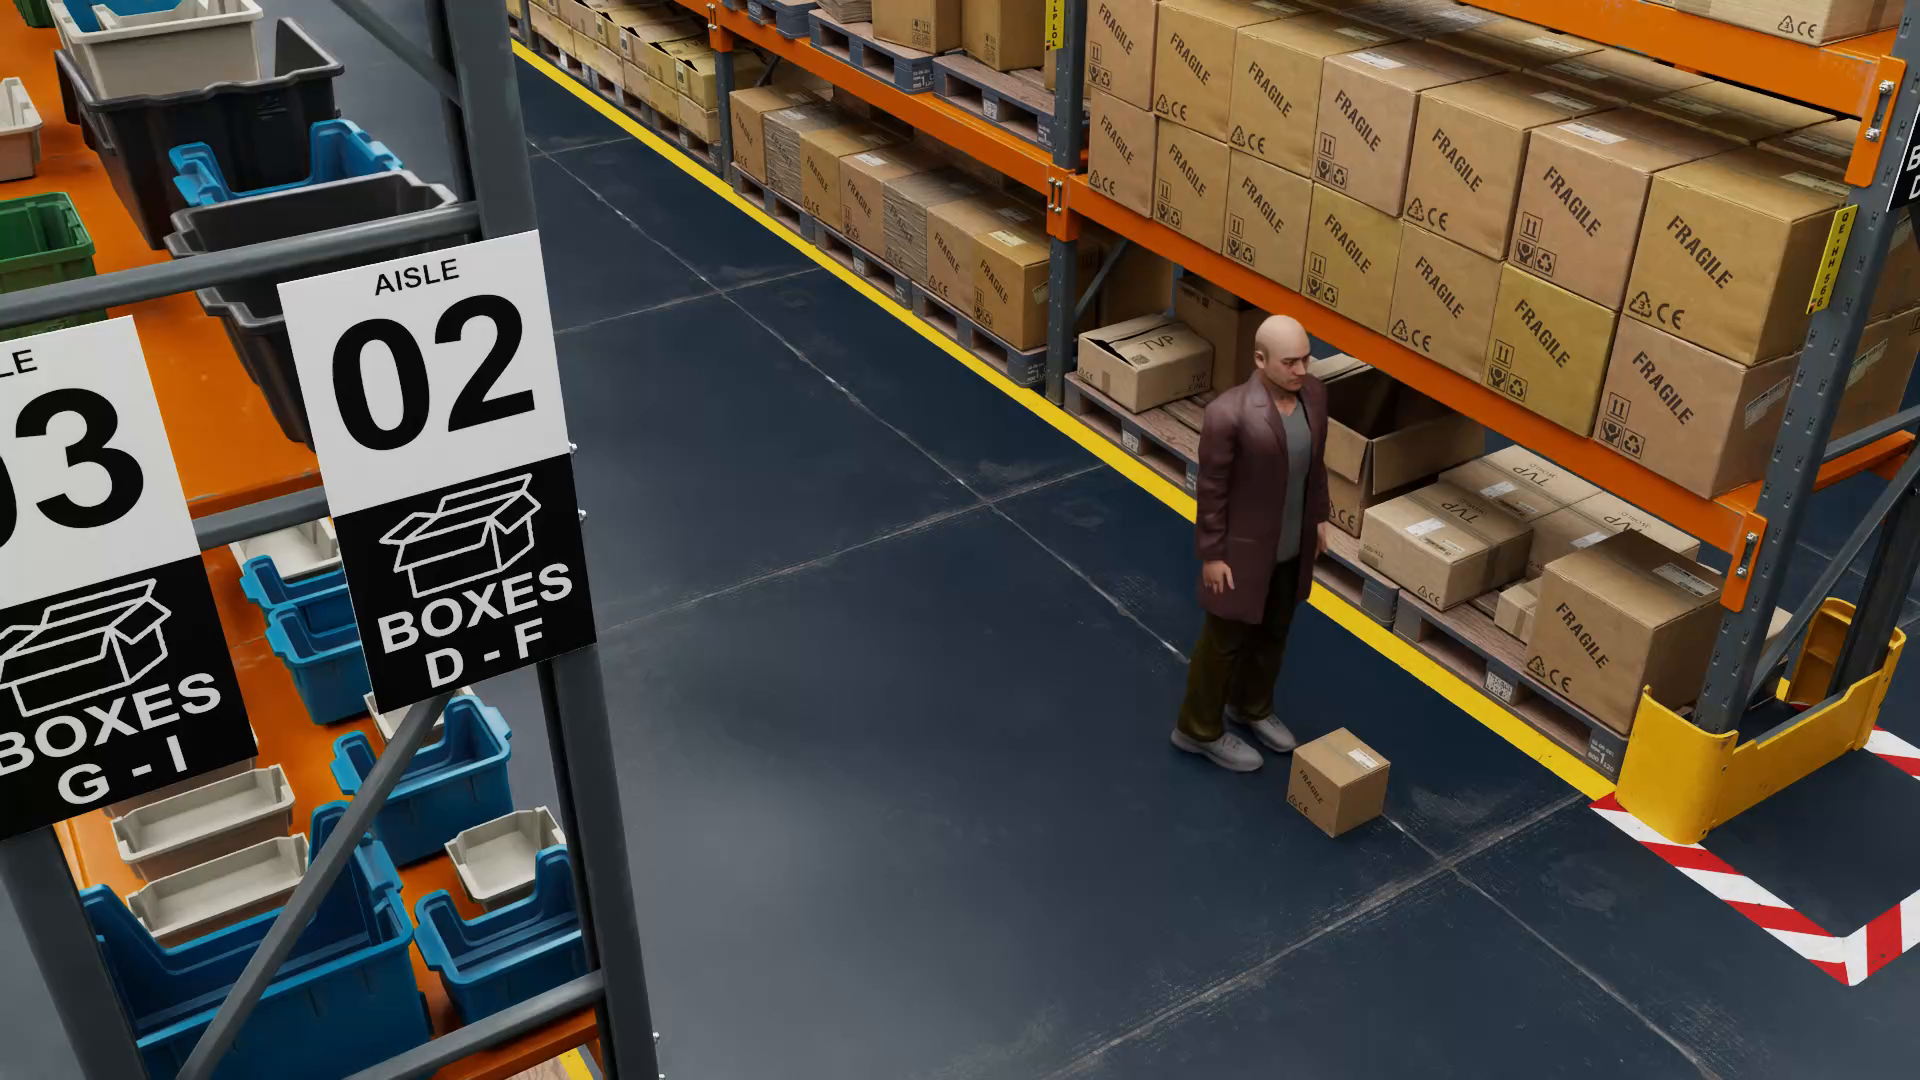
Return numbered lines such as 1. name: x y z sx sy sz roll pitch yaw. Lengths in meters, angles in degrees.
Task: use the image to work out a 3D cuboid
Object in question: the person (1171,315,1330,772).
1. person: 1.147 0.021 6.111 0.617 1.790 0.390 -18 37 -27
